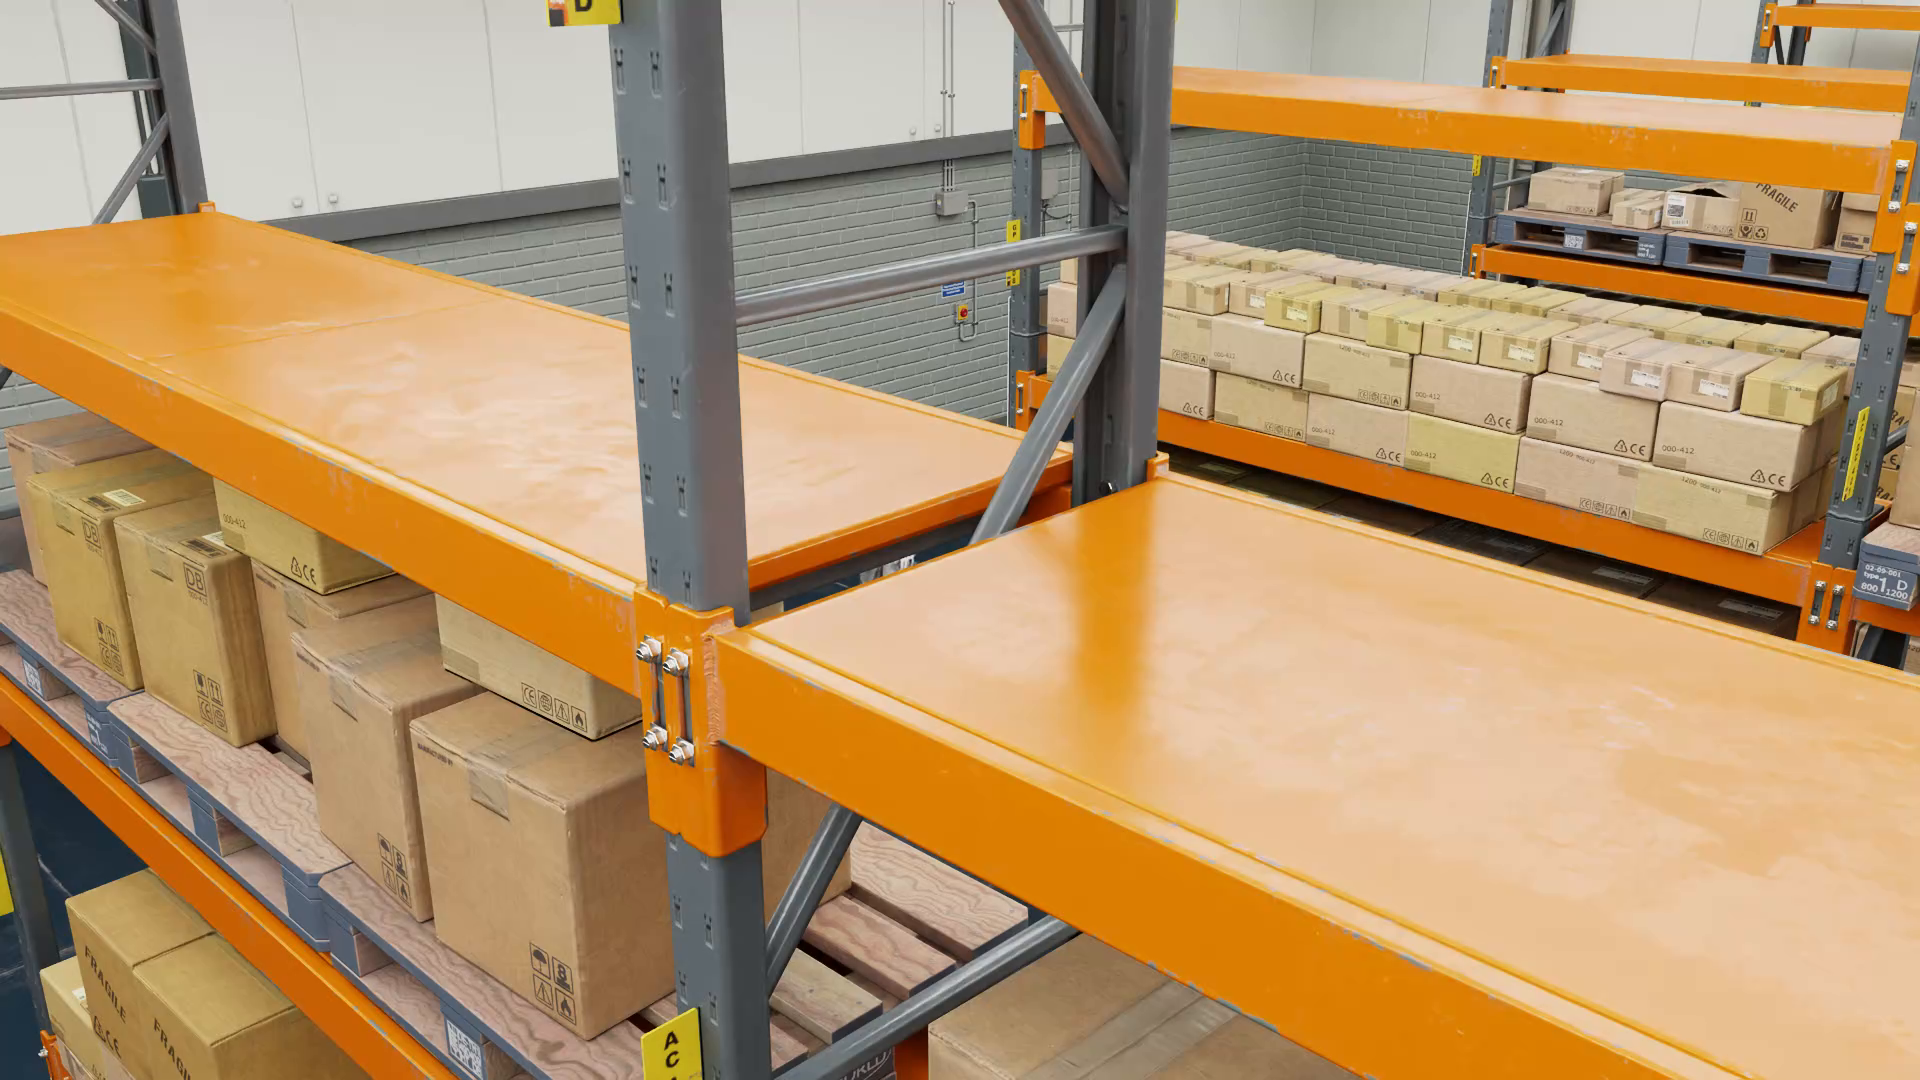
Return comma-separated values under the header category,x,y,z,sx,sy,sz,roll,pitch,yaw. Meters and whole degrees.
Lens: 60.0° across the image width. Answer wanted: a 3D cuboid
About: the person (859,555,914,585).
category,x,y,z,sx,sy,sz,roll,pitch,yaw
person,-0.540,0.009,11.788,0.619,1.774,0.446,19,28,41
